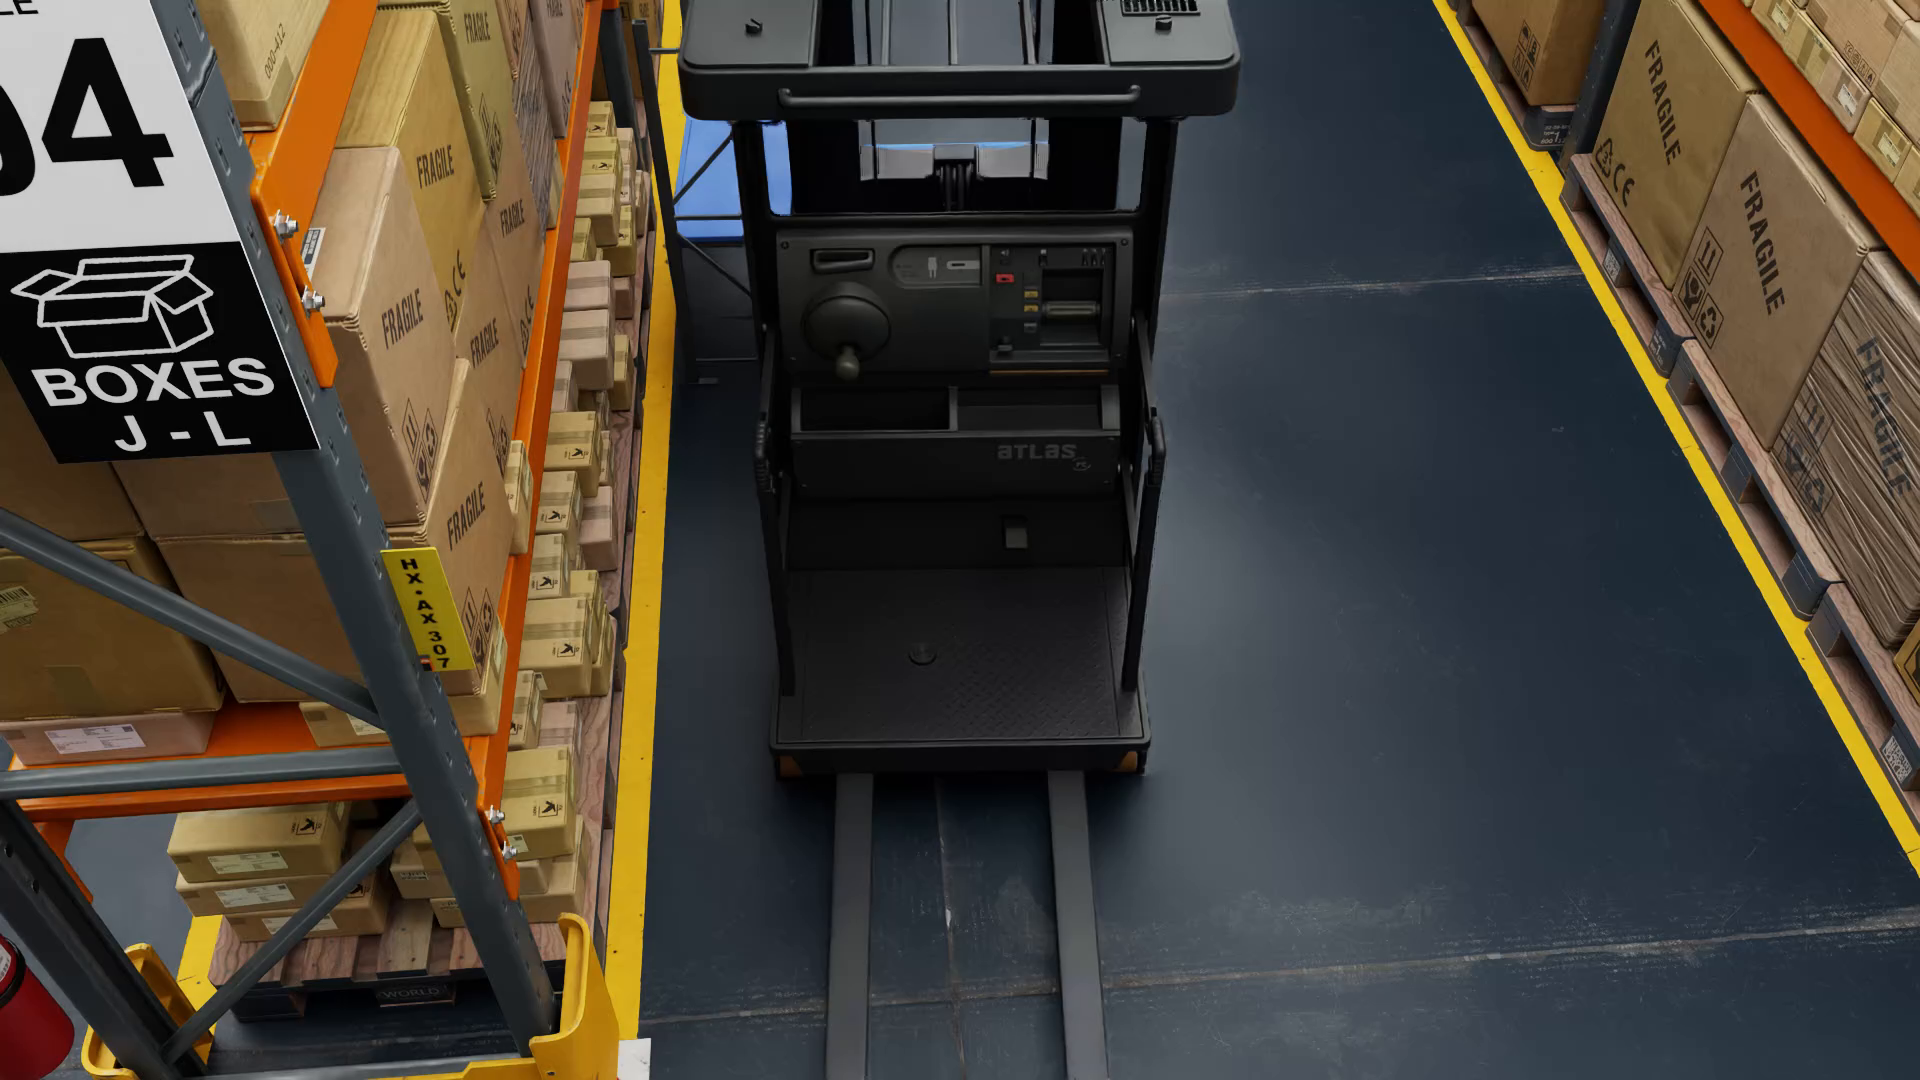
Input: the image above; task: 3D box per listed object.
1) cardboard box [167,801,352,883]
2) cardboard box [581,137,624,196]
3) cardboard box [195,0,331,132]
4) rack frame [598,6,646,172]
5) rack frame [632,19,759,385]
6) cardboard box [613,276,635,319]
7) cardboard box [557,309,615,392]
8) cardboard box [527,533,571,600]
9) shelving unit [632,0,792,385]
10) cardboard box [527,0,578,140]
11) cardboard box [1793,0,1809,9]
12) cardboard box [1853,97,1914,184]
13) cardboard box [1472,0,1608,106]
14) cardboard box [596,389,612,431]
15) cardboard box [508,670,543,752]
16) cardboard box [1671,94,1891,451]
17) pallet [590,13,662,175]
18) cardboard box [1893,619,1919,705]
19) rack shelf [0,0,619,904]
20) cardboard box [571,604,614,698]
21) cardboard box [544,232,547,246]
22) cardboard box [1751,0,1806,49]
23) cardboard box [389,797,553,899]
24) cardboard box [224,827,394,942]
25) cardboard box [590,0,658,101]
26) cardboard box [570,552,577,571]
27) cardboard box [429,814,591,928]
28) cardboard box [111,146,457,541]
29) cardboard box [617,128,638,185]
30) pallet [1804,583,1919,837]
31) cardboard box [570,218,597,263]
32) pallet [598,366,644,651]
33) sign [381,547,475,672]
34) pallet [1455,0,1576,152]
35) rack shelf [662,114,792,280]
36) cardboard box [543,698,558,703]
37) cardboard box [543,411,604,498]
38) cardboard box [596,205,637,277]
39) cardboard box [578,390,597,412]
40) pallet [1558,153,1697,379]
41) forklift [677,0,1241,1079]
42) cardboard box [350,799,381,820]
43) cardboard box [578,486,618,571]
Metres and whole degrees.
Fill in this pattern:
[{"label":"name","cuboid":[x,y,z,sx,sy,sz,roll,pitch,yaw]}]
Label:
[{"label":"cardboard box","cuboid":[-1.786,0.723,4.264,0.380,0.149,0.250,-3,47,-3]},{"label":"cardboard box","cuboid":[-1.474,-1.379,6.255,0.380,0.149,0.250,-3,47,-3]},{"label":"cardboard box","cuboid":[-1.272,-0.861,2.537,0.500,0.250,0.500,-2,47,-2]},{"label":"rack frame","cuboid":[-1.824,-2.435,5.990,1.000,3.000,0.127,-3,47,-3]},{"label":"rack frame","cuboid":[-0.781,-1.119,5.777,0.500,1.500,0.032,-1,47,-1]},{"label":"cardboard box","cuboid":[-1.427,-0.955,6.263,0.380,0.149,0.250,-5,47,-5]},{"label":"cardboard box","cuboid":[-1.353,-0.623,5.538,0.380,0.149,0.250,-5,47,-5]},{"label":"cardboard box","cuboid":[-1.335,0.134,4.821,0.380,0.149,0.250,-6,47,-5]},{"label":"shelving unit","cuboid":[-0.794,-1.488,6.126,0.538,1.500,1.048,-1,47,-1]},{"label":"cardboard box","cuboid":[-1.420,-1.503,4.834,0.500,0.500,0.500,-4,47,-4]},{"label":"cardboard box","cuboid":[2.941,-1.998,5.475,0.500,0.250,0.500,-4,47,-3]},{"label":"cardboard box","cuboid":[2.952,-1.215,5.008,0.380,0.149,0.250,-5,47,-4]},{"label":"cardboard box","cuboid":[3.053,-2.539,7.263,1.225,0.875,0.875,-3,47,-3]},{"label":"cardboard box","cuboid":[-1.411,-0.394,5.732,0.380,0.149,0.250,-3,47,-3]},{"label":"cardboard box","cuboid":[-1.338,0.499,4.476,0.380,0.149,0.250,-3,47,-3]},{"label":"cardboard box","cuboid":[3.177,-0.943,5.752,0.875,0.875,0.875,-3,47,-3]},{"label":"pallet","cuboid":[-1.891,-2.039,7.536,1.003,0.211,1.213,-3,47,-3]},{"label":"cardboard box","cuboid":[3.328,0.359,4.518,0.875,0.875,0.875,-3,47,-3]},{"label":"rack shelf","cuboid":[-1.657,-0.740,4.881,1.077,0.370,4.000,-3,47,-3]},{"label":"cardboard box","cuboid":[-1.258,0.341,5.035,0.380,0.149,0.250,-3,47,-3]},{"label":"cardboard box","cuboid":[-1.372,-0.834,4.647,0.380,0.149,0.250,-2,47,-2]},{"label":"cardboard box","cuboid":[2.888,-1.772,5.535,0.380,0.149,0.250,-5,47,-4]},{"label":"cardboard box","cuboid":[-1.278,0.798,4.397,0.380,0.149,0.250,-2,47,-2]},{"label":"cardboard box","cuboid":[-1.742,0.927,4.480,0.380,0.149,0.250,-3,47,-3]},{"label":"cardboard box","cuboid":[-1.622,-2.270,7.267,0.500,0.500,0.500,-2,47,-2]},{"label":"cardboard box","cuboid":[-1.383,0.047,5.109,0.380,0.149,0.250,-6,47,-5]},{"label":"cardboard box","cuboid":[-1.214,0.897,4.509,0.380,0.149,0.250,-3,47,-2]},{"label":"cardboard box","cuboid":[-1.263,-0.362,3.065,0.500,0.500,0.500,-4,47,-4]},{"label":"cardboard box","cuboid":[-1.481,-1.493,6.567,0.380,0.149,0.250,-3,47,-2]},{"label":"pallet","cuboid":[3.316,0.616,5.021,1.003,0.211,1.213,-3,47,-3]},{"label":"cardboard box","cuboid":[-1.502,-1.007,5.902,0.380,0.149,0.250,-2,47,-2]},{"label":"pallet","cuboid":[-1.628,-0.107,5.706,1.003,0.211,1.213,-3,47,-3]},{"label":"sign","cuboid":[-0.949,0.129,2.966,0.100,0.325,0.005,-3,47,-3]},{"label":"pallet","cuboid":[2.987,-2.258,7.743,1.003,0.211,1.213,-3,47,-3]},{"label":"rack shelf","cuboid":[-0.794,-1.364,6.257,0.538,0.185,1.000,-1,47,-1]},{"label":"cardboard box","cuboid":[-1.353,0.425,4.751,0.380,0.149,0.250,-3,47,-3]},{"label":"cardboard box","cuboid":[-1.325,-0.260,5.195,0.380,0.149,0.250,-3,47,-3]},{"label":"cardboard box","cuboid":[-1.406,-1.105,6.200,0.380,0.149,0.250,-5,47,-5]},{"label":"cardboard box","cuboid":[-1.440,-0.539,5.664,0.380,0.149,0.250,-5,47,-5]},{"label":"pallet","cuboid":[3.112,-1.149,6.693,1.003,0.211,1.213,-3,47,-3]},{"label":"forklift","cuboid":[-0.007,-0.525,4.229,1.130,2.935,3.031,-1,47,-1]},{"label":"cardboard box","cuboid":[-1.786,0.636,4.551,0.380,0.149,0.250,-4,47,-4]},{"label":"cardboard box","cuboid":[-1.308,-0.023,5.380,0.380,0.149,0.250,-6,47,-5]}]
